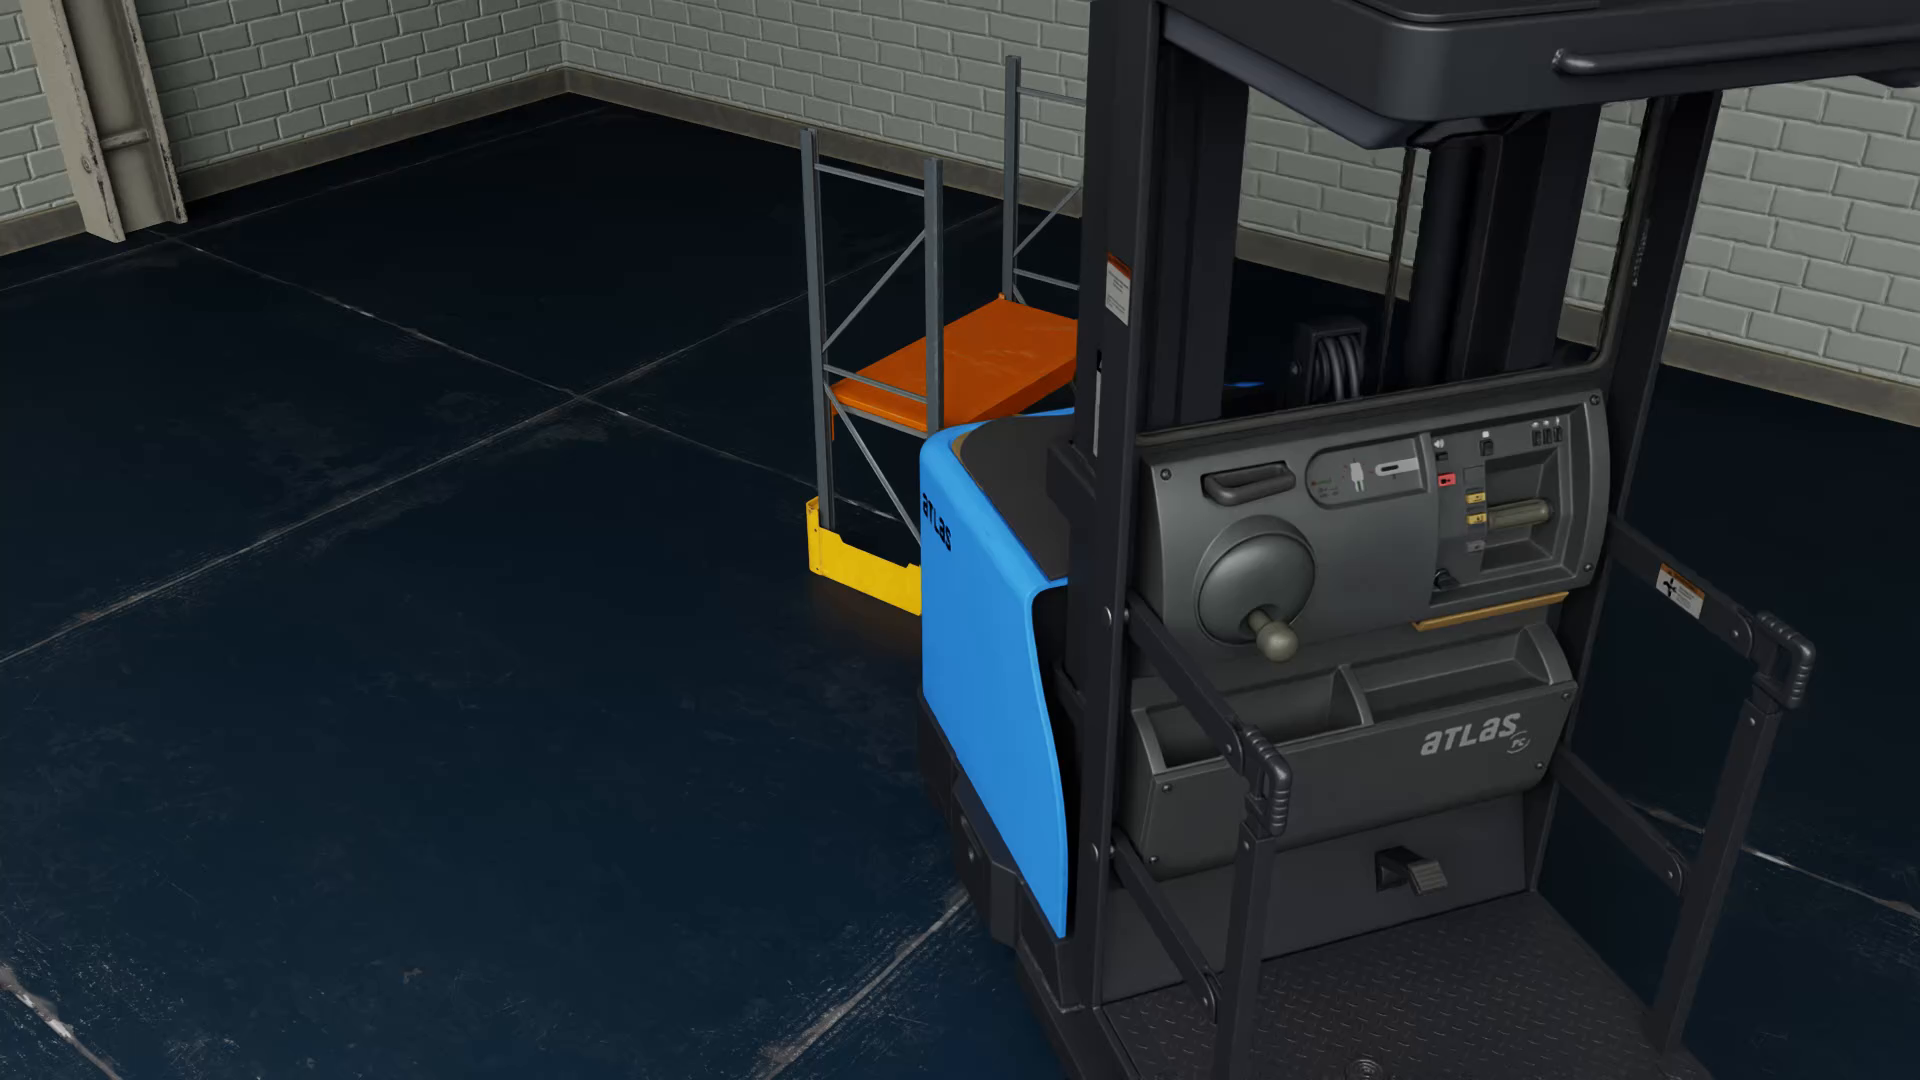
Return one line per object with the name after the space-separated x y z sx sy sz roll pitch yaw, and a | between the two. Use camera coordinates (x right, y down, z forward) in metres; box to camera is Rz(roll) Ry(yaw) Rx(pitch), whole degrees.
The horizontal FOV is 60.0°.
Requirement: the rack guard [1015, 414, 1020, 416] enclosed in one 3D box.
0.347 -0.341 6.080 0.587 0.250 0.087 21 37 31 | rack guard

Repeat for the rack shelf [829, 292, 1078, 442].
0.052 -0.525 5.518 0.538 0.185 1.000 21 37 31 | rack shelf

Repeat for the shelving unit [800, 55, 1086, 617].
0.046 -0.676 5.420 0.587 1.500 1.083 21 37 31 | shelving unit

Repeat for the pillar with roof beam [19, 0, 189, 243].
-0.750 -4.145 3.917 9.100 9.000 0.400 21 37 31 | pillar with roof beam

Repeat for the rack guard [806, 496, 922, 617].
-0.255 0.064 5.397 0.587 0.250 0.087 21 37 31 | rack guard

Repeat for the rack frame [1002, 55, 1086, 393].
0.358 -0.887 5.775 0.500 1.500 0.032 21 37 31 | rack frame

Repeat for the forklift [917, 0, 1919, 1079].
0.849 0.017 2.846 1.130 2.935 3.031 -10 32 -16 | forklift

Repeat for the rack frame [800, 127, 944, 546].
-0.255 -0.473 5.077 0.500 1.500 0.032 21 37 31 | rack frame
